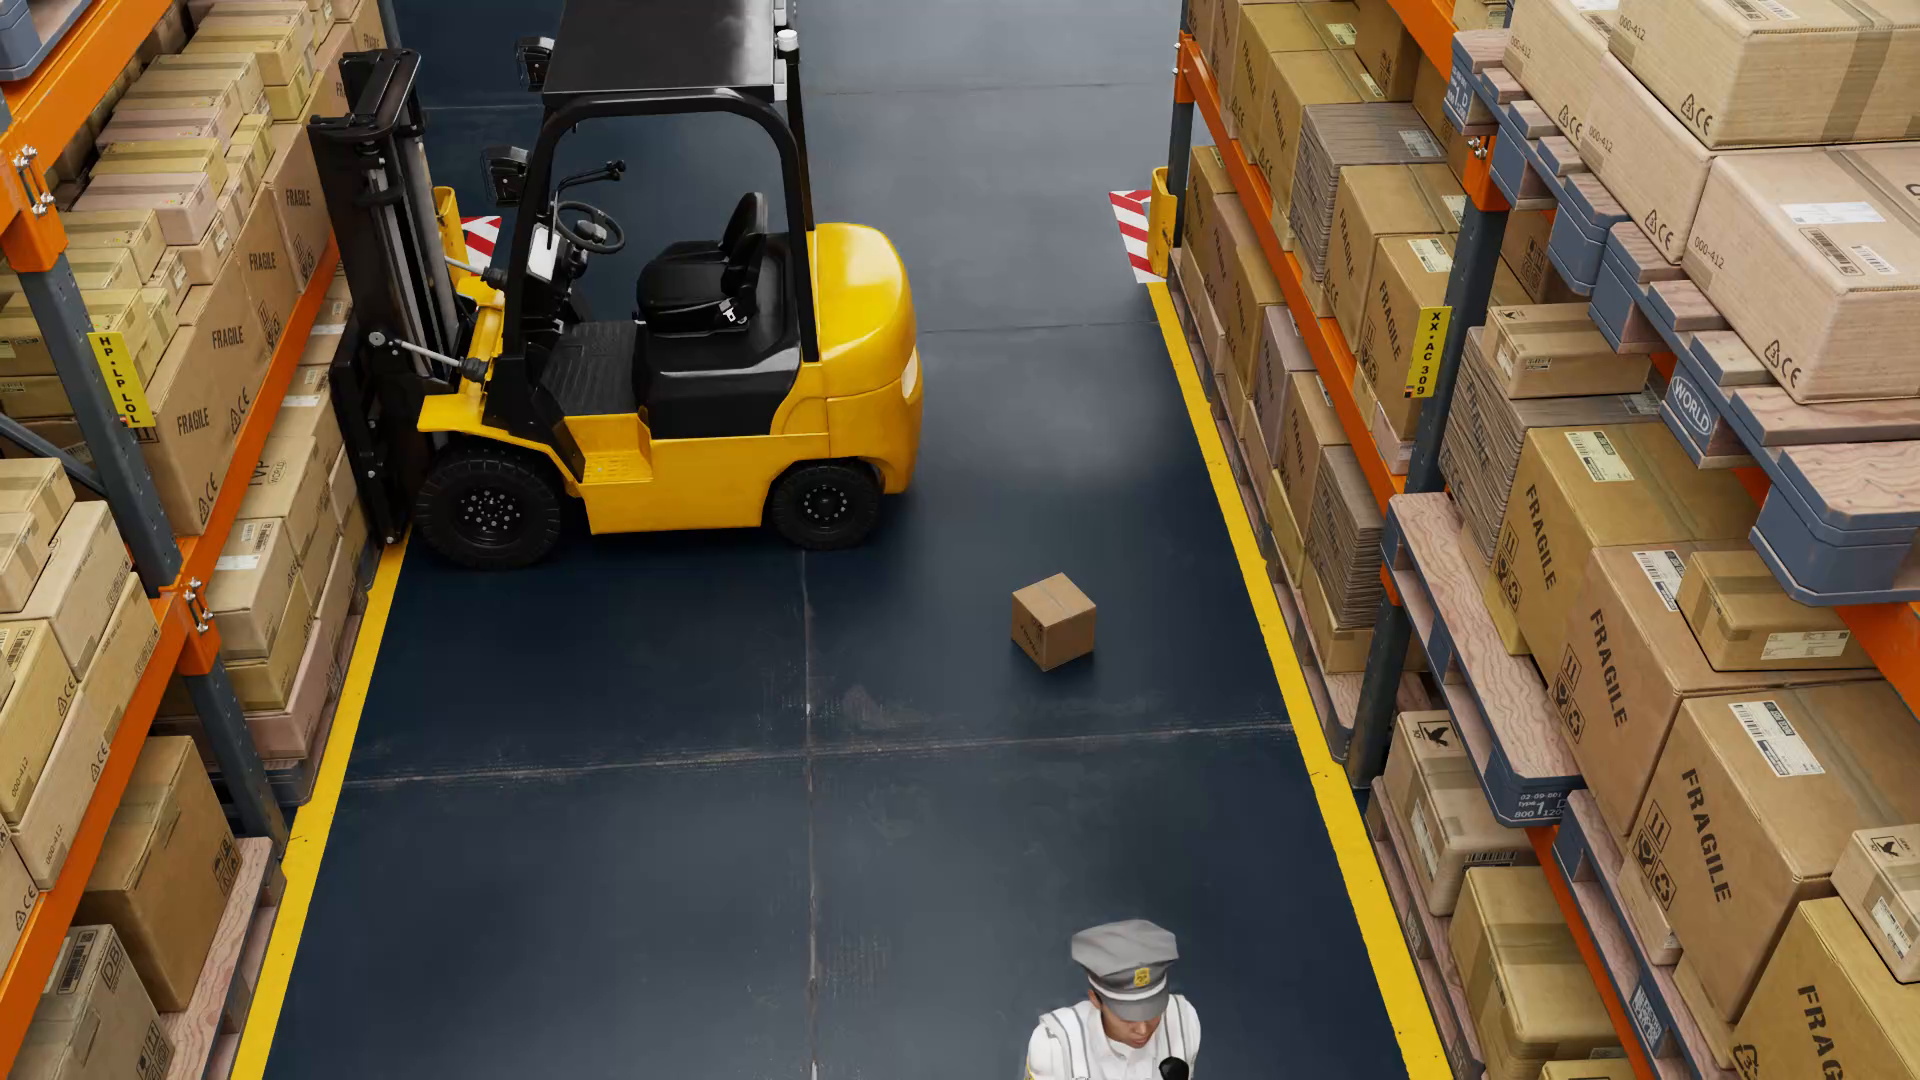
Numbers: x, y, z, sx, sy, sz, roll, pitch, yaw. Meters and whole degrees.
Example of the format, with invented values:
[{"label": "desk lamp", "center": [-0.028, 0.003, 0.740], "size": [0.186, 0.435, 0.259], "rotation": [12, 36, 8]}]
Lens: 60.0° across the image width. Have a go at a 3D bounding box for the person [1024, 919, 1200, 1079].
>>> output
[{"label": "person", "center": [0.363, 1.542, 4.239], "size": [0.479, 1.647, 0.938], "rotation": [-5, 40, -6]}]
